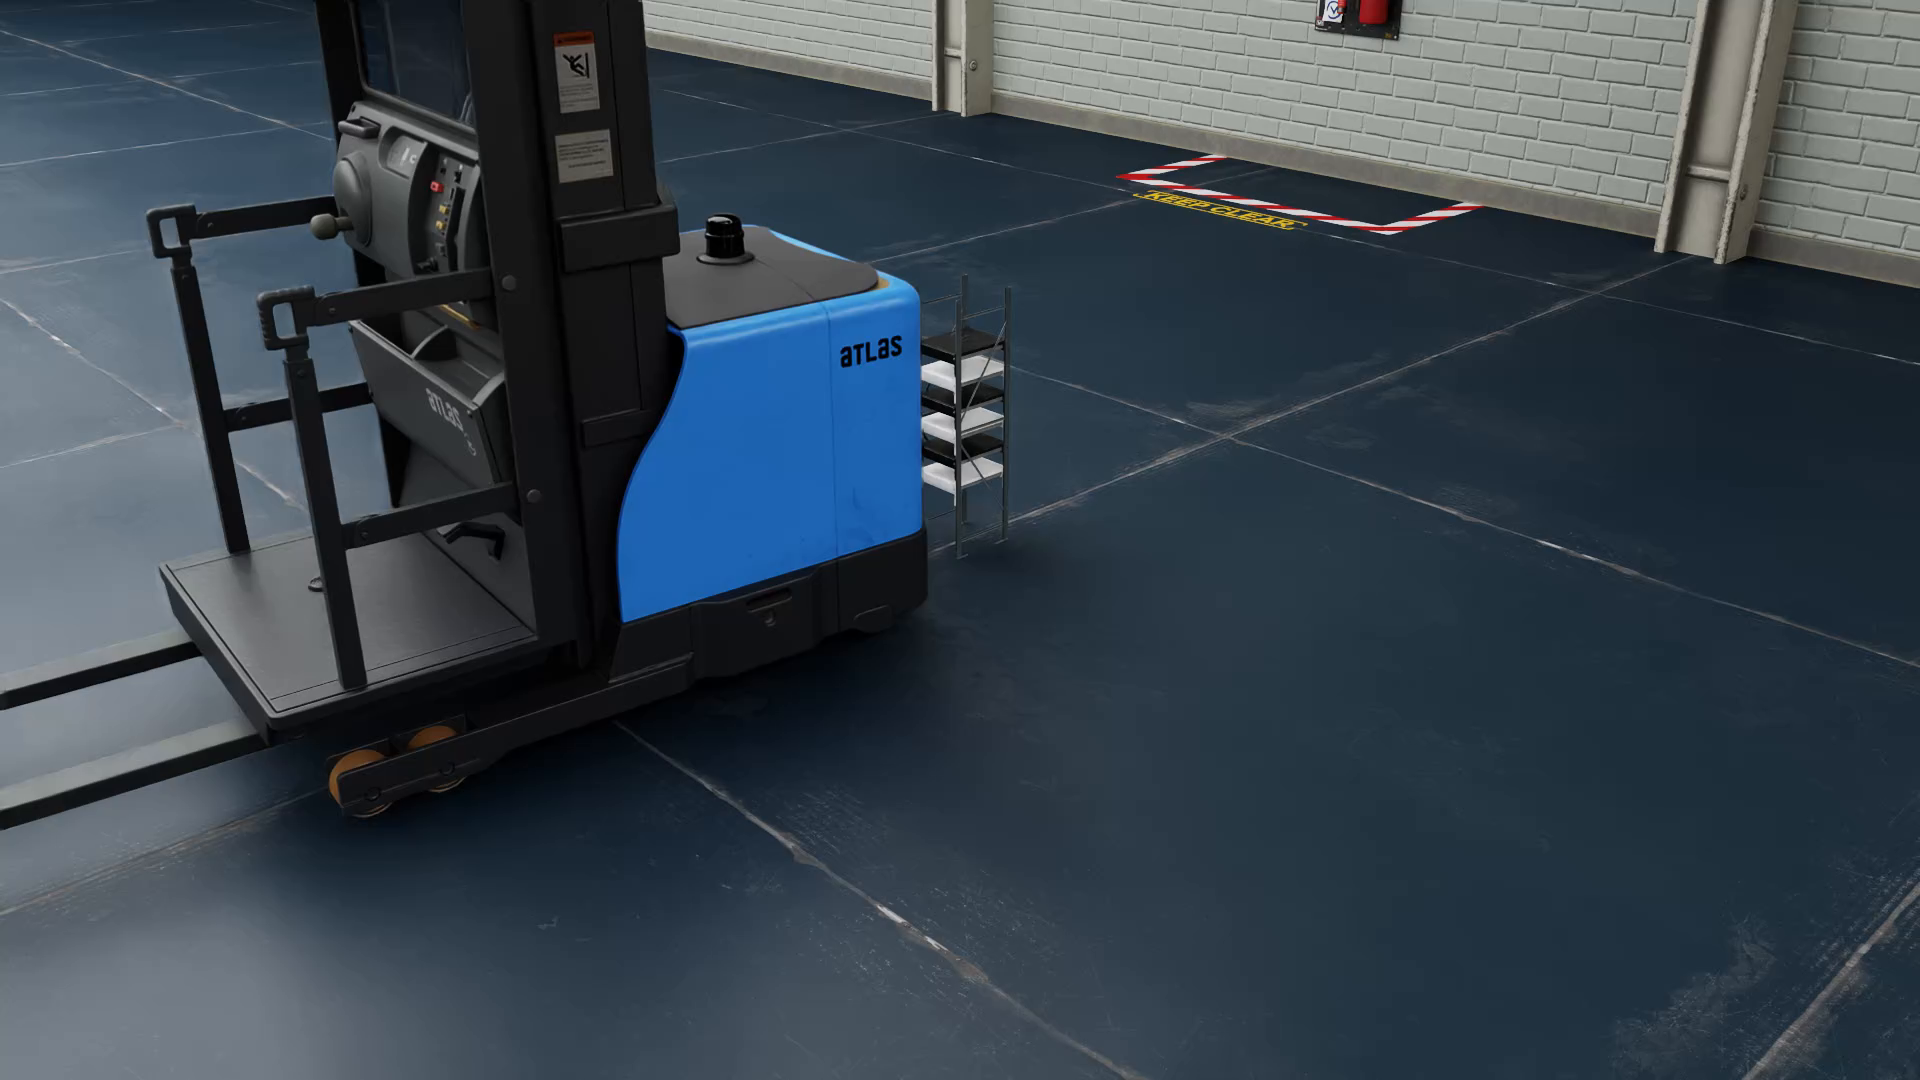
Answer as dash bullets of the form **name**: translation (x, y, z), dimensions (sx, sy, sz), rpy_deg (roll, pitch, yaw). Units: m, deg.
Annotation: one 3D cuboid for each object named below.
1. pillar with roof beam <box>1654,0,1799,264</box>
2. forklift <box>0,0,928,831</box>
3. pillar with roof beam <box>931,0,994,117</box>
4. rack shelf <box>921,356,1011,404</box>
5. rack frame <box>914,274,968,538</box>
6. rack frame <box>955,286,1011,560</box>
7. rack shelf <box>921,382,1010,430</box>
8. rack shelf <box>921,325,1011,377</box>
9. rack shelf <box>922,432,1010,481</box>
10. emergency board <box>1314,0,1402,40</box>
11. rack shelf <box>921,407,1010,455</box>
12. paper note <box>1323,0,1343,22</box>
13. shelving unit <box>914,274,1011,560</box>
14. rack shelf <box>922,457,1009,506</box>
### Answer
- **pillar with roof beam**: translation (0.979, -4.472, 4.711), dimensions (9.100, 9.000, 0.400), rpy_deg (-21, 32, -38)
- **forklift**: translation (-1.582, -0.880, 4.148), dimensions (3.031, 2.935, 1.130), rpy_deg (-17, 30, -33)
- **pillar with roof beam**: translation (-3.122, -6.290, 8.696), dimensions (9.100, 9.000, 0.400), rpy_deg (-21, 32, -38)
- **rack shelf**: translation (0.006, -0.540, 5.497), dimensions (0.258, 0.077, 0.200), rpy_deg (-21, 32, -38)
- **rack frame**: translation (-0.064, -0.438, 5.625), dimensions (0.240, 0.900, 0.006), rpy_deg (-21, 32, -38)
- **rack frame**: translation (0.075, -0.376, 5.490), dimensions (0.240, 0.900, 0.006), rpy_deg (-21, 32, -38)
- **rack shelf**: translation (0.006, -0.459, 5.534), dimensions (0.258, 0.077, 0.200), rpy_deg (-21, 32, -38)
- **rack shelf**: translation (0.006, -0.622, 5.460), dimensions (0.258, 0.077, 0.200), rpy_deg (-21, 32, -38)
- **rack shelf**: translation (0.006, -0.295, 5.609), dimensions (0.258, 0.077, 0.200), rpy_deg (-21, 32, -38)
- **emergency board**: translation (2.461, -3.724, 10.298), dimensions (0.194, 1.169, 0.643), rpy_deg (-21, 32, -38)
- **rack shelf**: translation (0.006, -0.377, 5.572), dimensions (0.258, 0.077, 0.200), rpy_deg (-21, 32, -38)
- **paper note**: translation (2.390, -3.396, 10.641), dimensions (0.016, 0.148, 0.142), rpy_deg (-21, 32, -38)
- **shelving unit**: translation (0.006, -0.407, 5.558), dimensions (0.258, 0.900, 0.210), rpy_deg (-21, 32, -38)
- **rack shelf**: translation (0.006, -0.213, 5.646), dimensions (0.258, 0.077, 0.200), rpy_deg (-21, 32, -38)
